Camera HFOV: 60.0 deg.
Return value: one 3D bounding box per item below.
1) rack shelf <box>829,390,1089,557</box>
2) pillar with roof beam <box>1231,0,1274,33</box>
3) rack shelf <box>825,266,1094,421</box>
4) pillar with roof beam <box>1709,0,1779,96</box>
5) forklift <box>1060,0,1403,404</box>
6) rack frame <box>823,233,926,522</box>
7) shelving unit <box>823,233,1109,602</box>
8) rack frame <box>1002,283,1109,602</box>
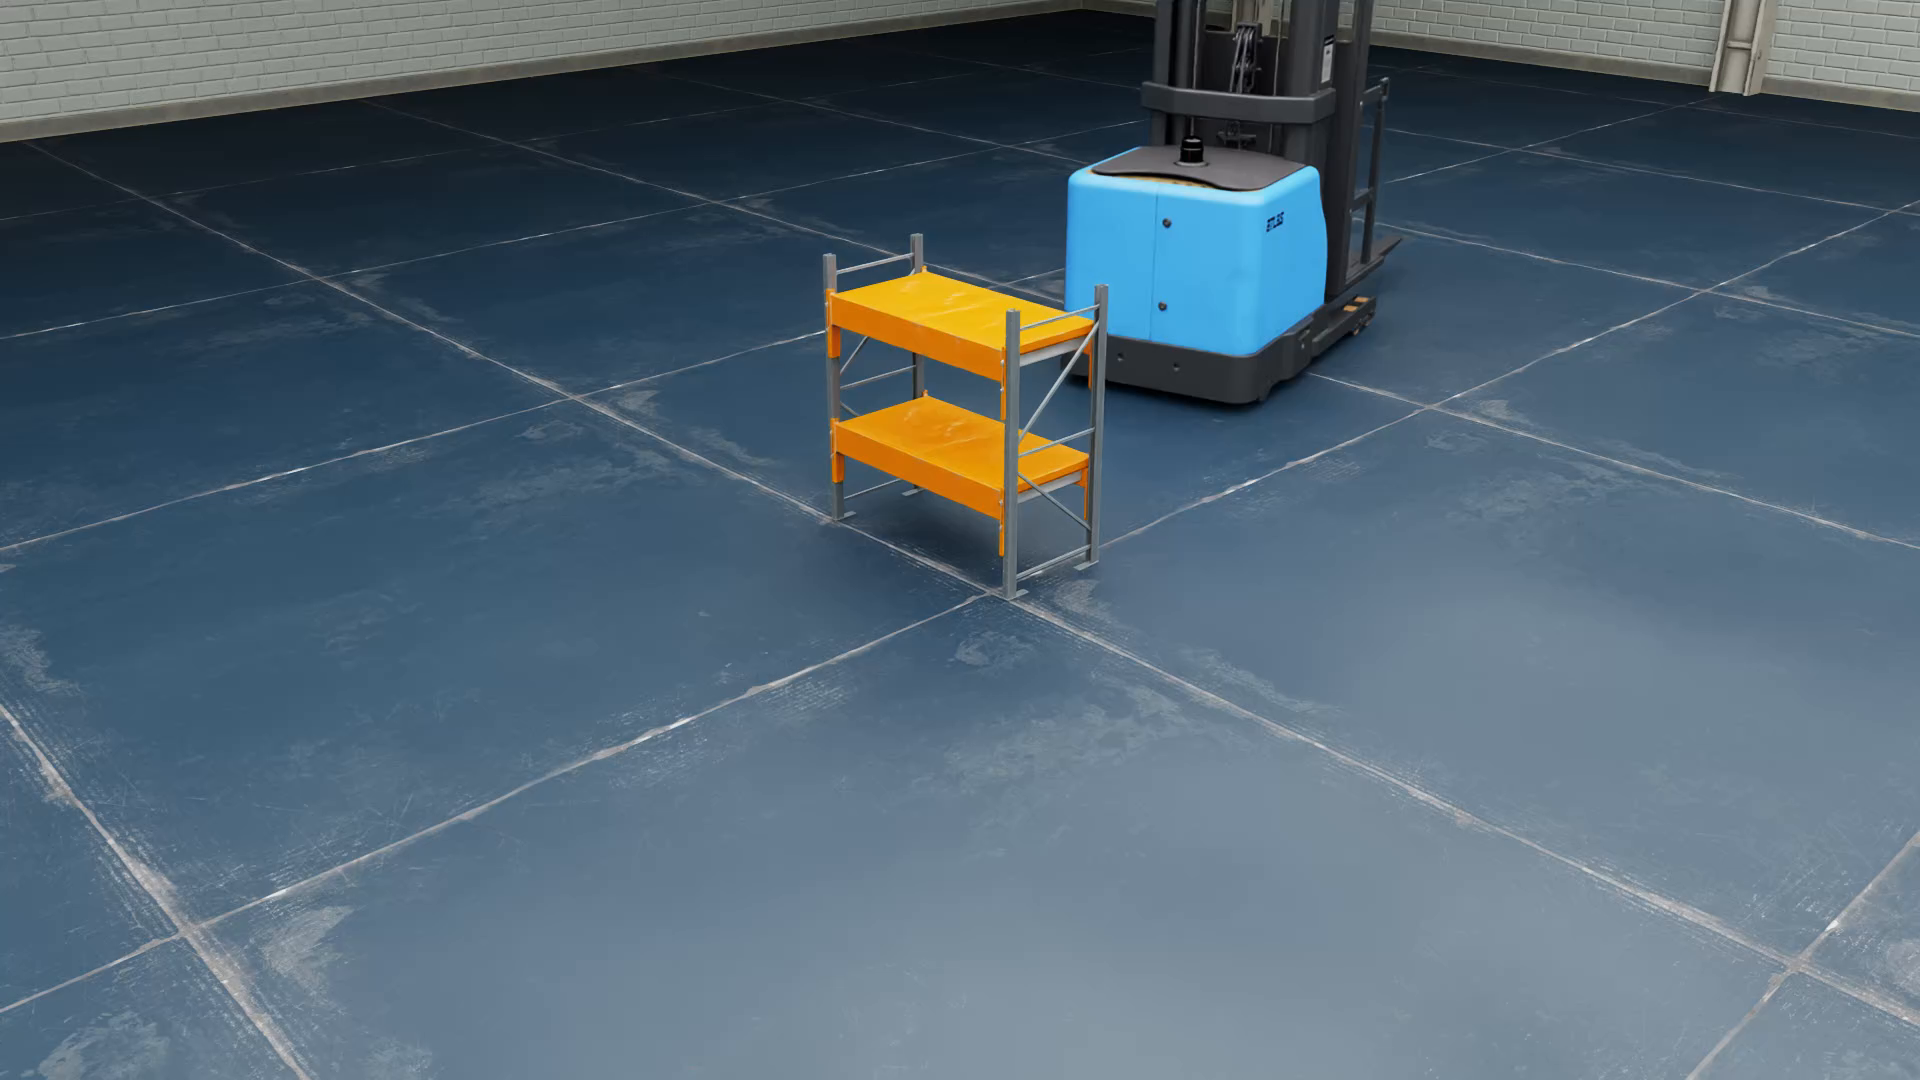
[{"bbox_3d":[0.005,-0.287,6.614,0.538,0.278,1.000,-21,32,-38],"label":"rack shelf"},{"bbox_3d":[0.447,-9.140,15.944,9.100,9.000,0.400,-21,32,-38],"label":"pillar with roof beam"},{"bbox_3d":[0.005,-0.776,6.391,0.538,0.278,1.000,-21,32,-38],"label":"rack shelf"},{"bbox_3d":[4.548,-7.323,11.959,9.100,9.000,0.400,-21,32,-38],"label":"pillar with roof beam"},{"bbox_3d":[1.697,-2.559,8.828,1.130,2.935,3.031,14,28,28],"label":"forklift"},{"bbox_3d":[-0.343,-0.664,6.850,0.500,1.125,0.032,-21,32,-38],"label":"rack frame"},{"bbox_3d":[0.005,-0.510,6.512,0.538,1.125,1.048,-21,32,-38],"label":"shelving unit"},{"bbox_3d":[0.352,-0.356,6.174,0.500,1.125,0.032,-21,32,-38],"label":"rack frame"}]
